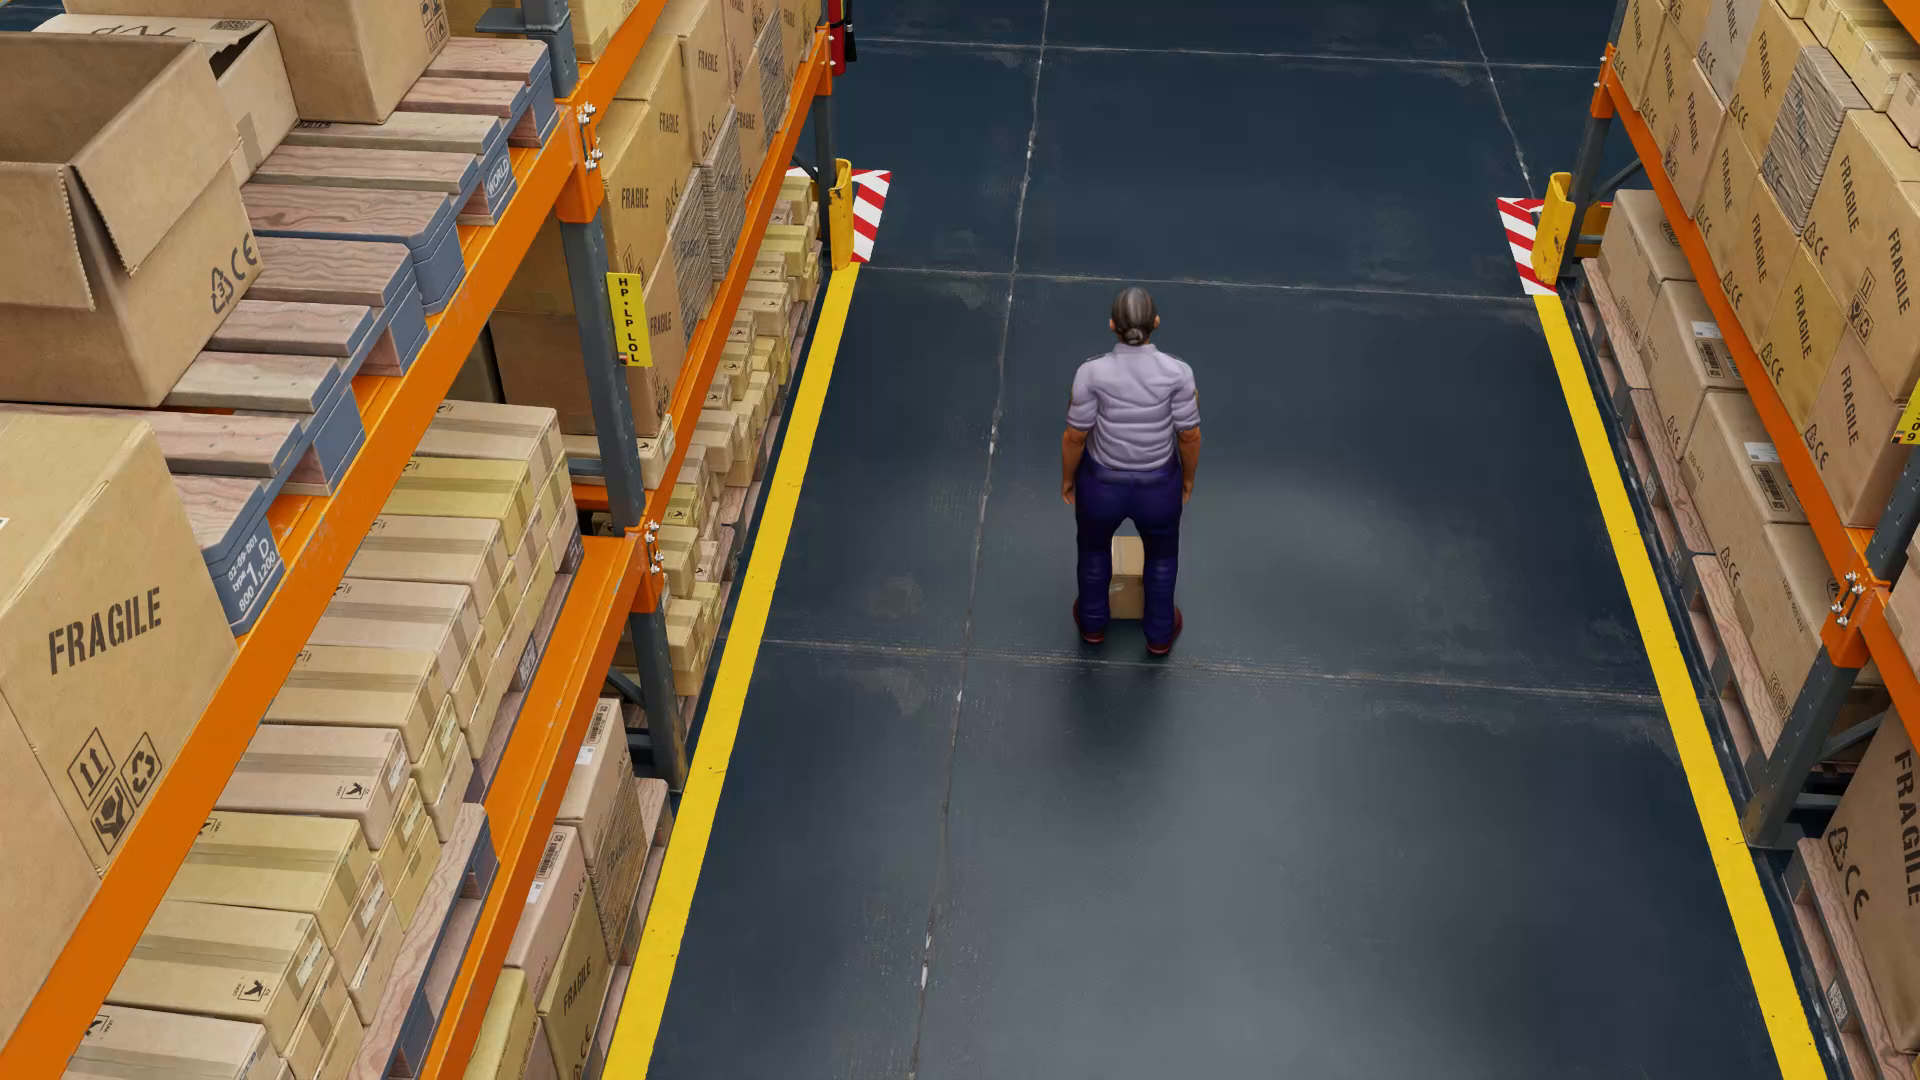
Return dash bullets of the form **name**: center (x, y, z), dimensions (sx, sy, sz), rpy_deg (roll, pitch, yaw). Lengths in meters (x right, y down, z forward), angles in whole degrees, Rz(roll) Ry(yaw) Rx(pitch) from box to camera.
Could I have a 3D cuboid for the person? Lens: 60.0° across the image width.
- **person**: center (0.661, -0.239, 6.445), dimensions (0.551, 1.650, 0.425), rpy_deg (1, 40, 2)
